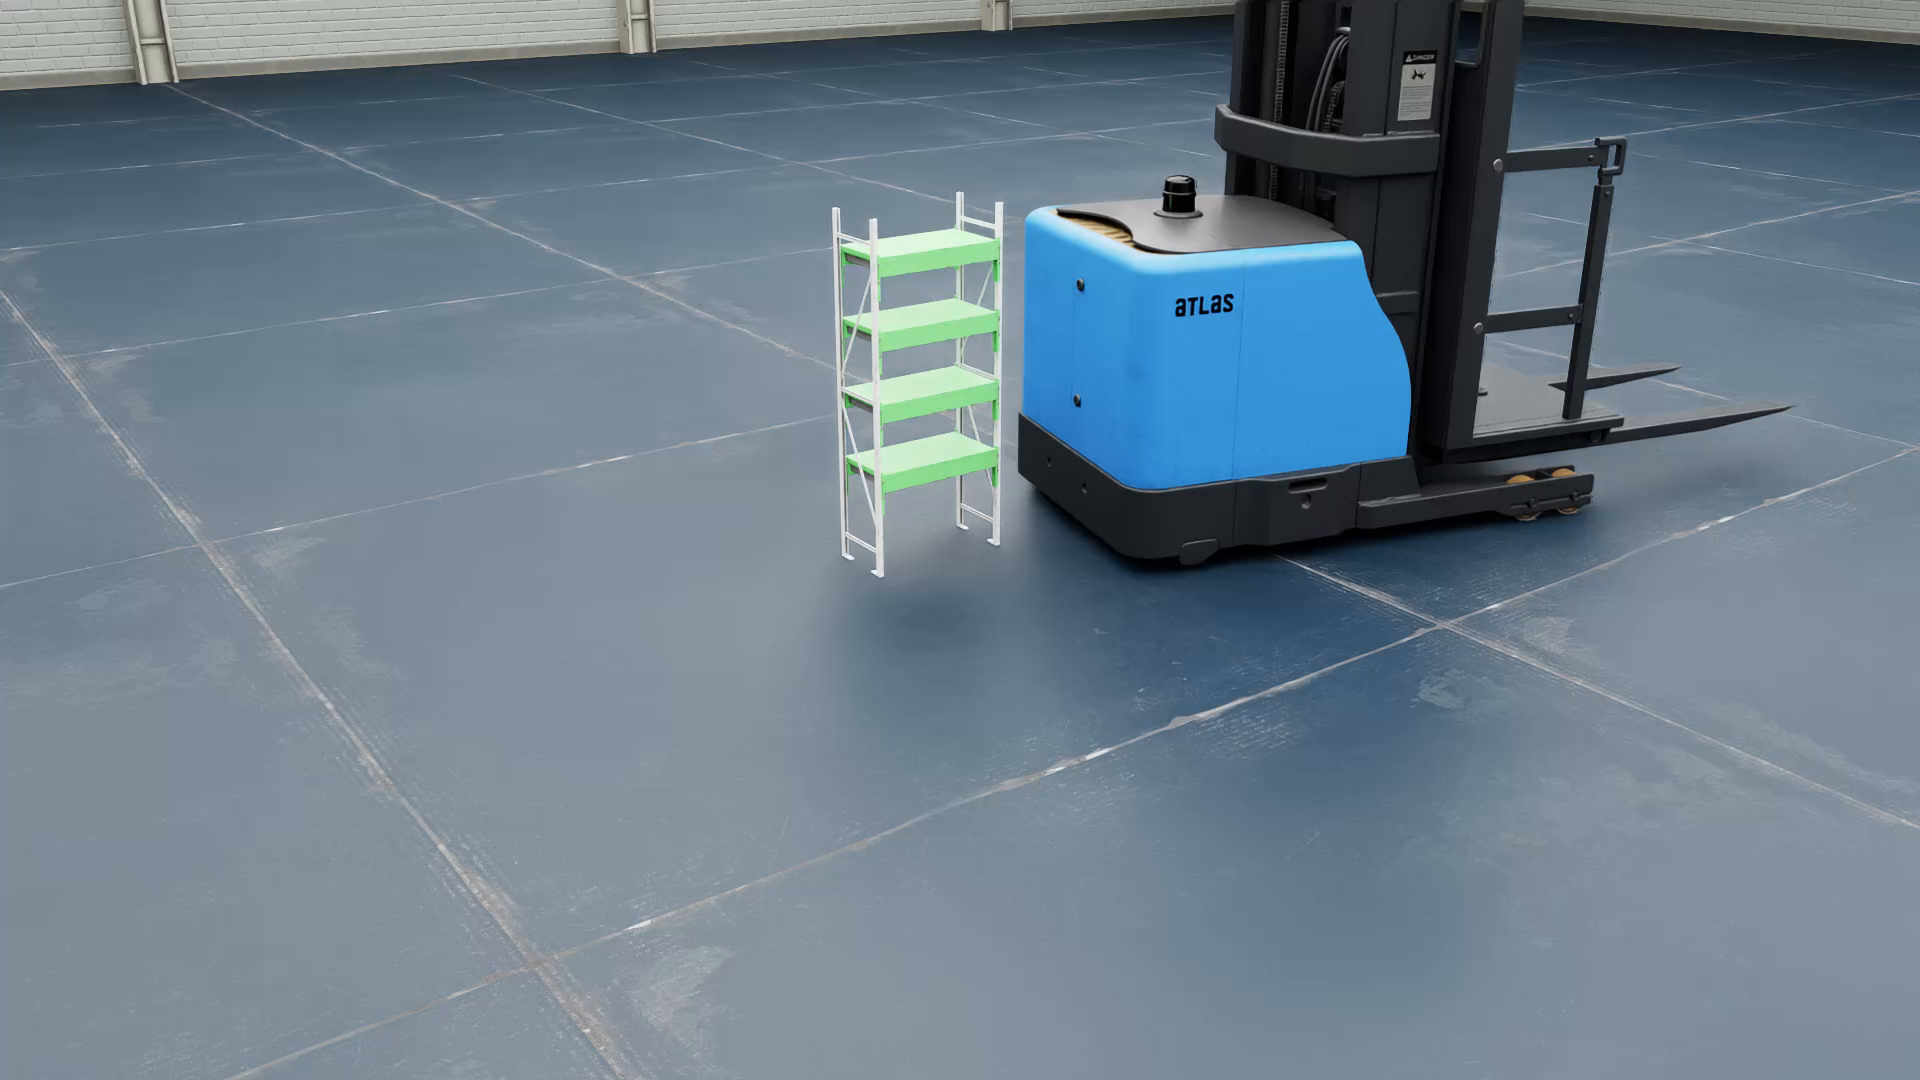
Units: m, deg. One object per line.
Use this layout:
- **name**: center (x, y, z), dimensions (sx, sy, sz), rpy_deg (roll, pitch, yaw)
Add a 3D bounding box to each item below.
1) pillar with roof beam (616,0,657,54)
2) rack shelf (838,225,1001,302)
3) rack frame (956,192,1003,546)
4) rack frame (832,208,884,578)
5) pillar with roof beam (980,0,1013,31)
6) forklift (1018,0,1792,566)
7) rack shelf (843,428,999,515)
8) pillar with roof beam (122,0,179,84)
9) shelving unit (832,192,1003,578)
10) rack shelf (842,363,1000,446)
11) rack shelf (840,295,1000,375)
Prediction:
- **pillar with roof beam**: center (-1.797, -9.424, 17.372), dimensions (0.400, 9.000, 9.100), rpy_deg (-15, 26, -33)
- **rack shelf**: center (-0.134, -0.908, 5.430), dimensions (0.480, 0.148, 0.258), rpy_deg (-15, 26, -33)
- **rack frame**: center (0.064, -0.574, 5.717), dimensions (0.015, 1.200, 0.240), rpy_deg (-15, 26, -33)
- **rack frame**: center (-0.332, -0.469, 5.452), dimensions (0.015, 1.200, 0.240), rpy_deg (-15, 26, -33)
- **pillar with roof beam**: center (3.073, -10.723, 20.627), dimensions (0.400, 9.000, 9.100), rpy_deg (-15, 26, -33)
- **forklift**: center (1.791, -1.602, 5.957), dimensions (3.031, 2.935, 1.130), rpy_deg (-8, 23, -20)
- **rack shelf**: center (-0.134, -0.239, 5.697), dimensions (0.480, 0.148, 0.258), rpy_deg (-15, 26, -33)
- **pillar with roof beam**: center (-6.667, -8.126, 14.117), dimensions (0.400, 9.000, 9.100), rpy_deg (-15, 26, -33)
- **shelving unit**: center (-0.134, -0.521, 5.584), dimensions (0.503, 1.200, 0.258), rpy_deg (-15, 26, -33)
- **rack shelf**: center (-0.134, -0.462, 5.608), dimensions (0.480, 0.148, 0.258), rpy_deg (-15, 26, -33)
- **rack shelf**: center (-0.134, -0.685, 5.519), dimensions (0.480, 0.148, 0.258), rpy_deg (-15, 26, -33)
